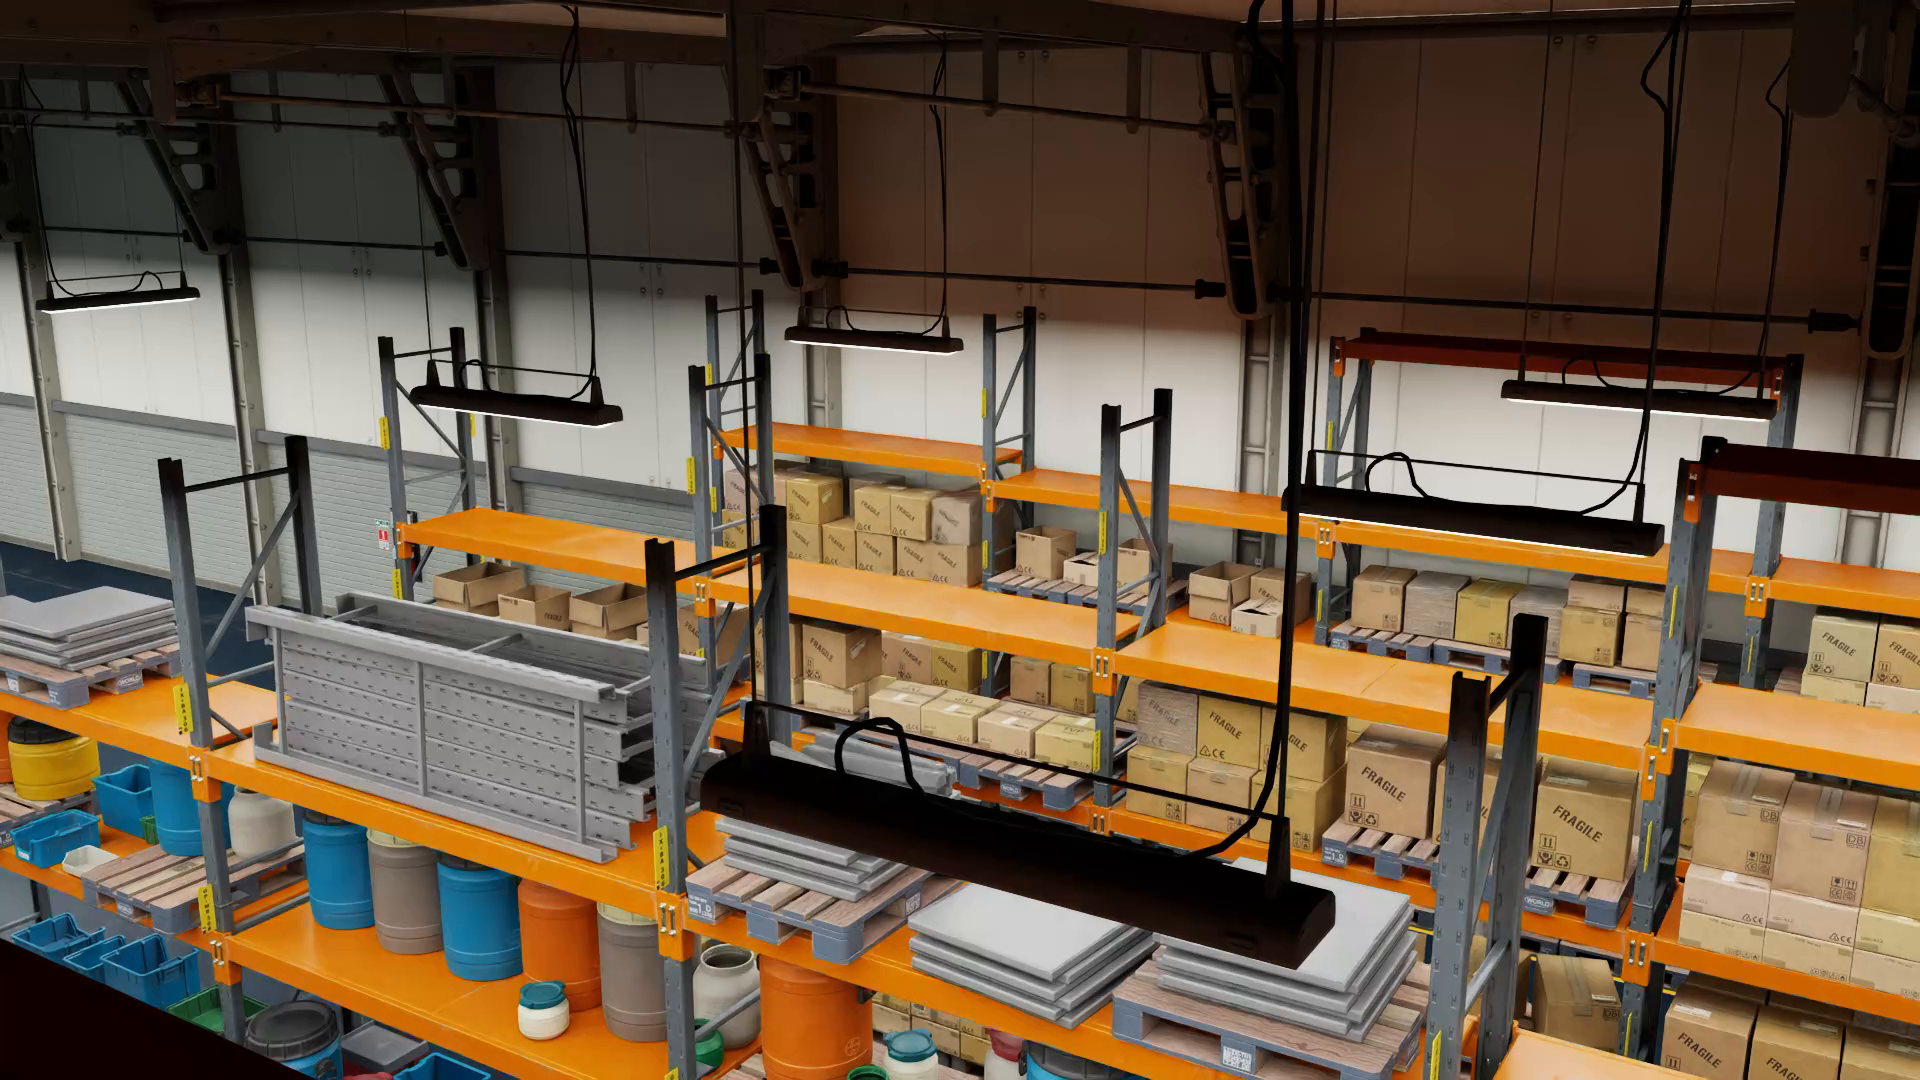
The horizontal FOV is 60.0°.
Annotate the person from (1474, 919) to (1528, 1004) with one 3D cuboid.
[{"bbox_3d":[4.656,3.647,14.842,1.098,1.727,0.634,7,16,28],"label":"person"}]
